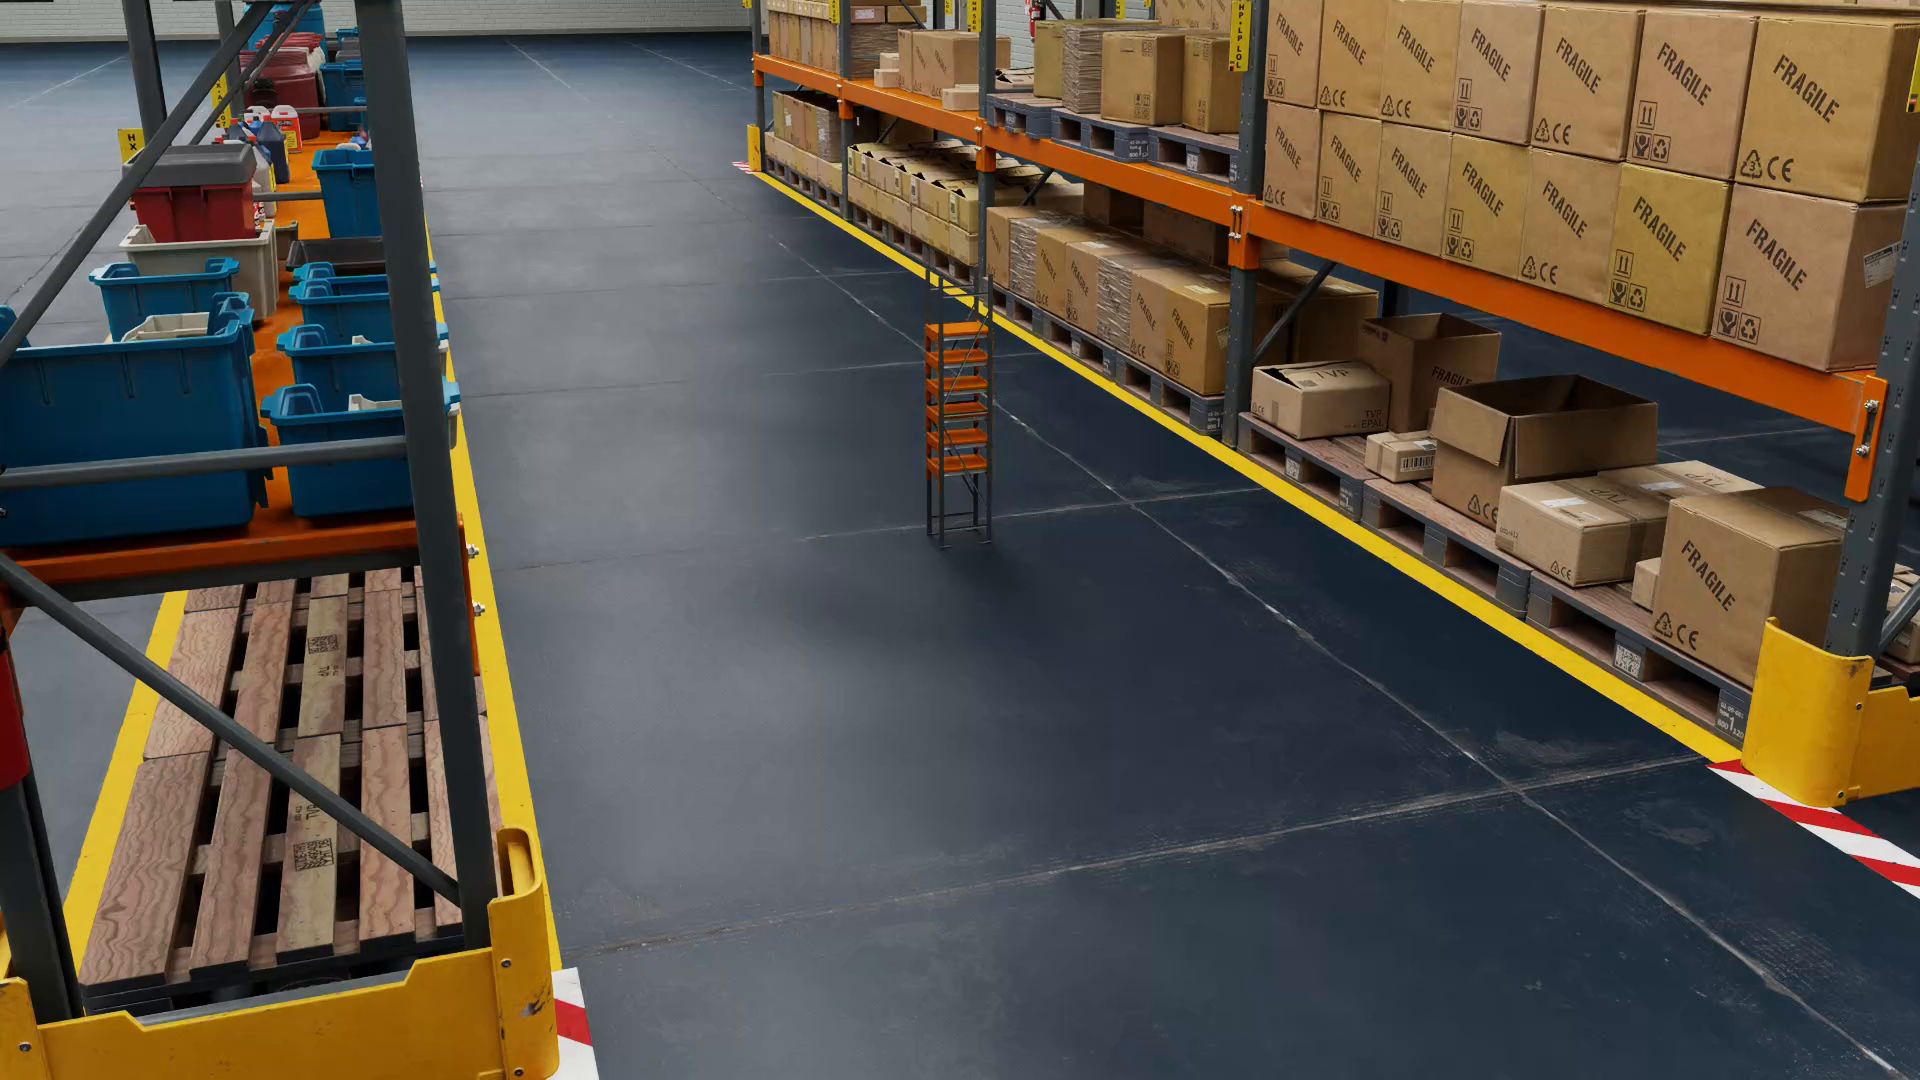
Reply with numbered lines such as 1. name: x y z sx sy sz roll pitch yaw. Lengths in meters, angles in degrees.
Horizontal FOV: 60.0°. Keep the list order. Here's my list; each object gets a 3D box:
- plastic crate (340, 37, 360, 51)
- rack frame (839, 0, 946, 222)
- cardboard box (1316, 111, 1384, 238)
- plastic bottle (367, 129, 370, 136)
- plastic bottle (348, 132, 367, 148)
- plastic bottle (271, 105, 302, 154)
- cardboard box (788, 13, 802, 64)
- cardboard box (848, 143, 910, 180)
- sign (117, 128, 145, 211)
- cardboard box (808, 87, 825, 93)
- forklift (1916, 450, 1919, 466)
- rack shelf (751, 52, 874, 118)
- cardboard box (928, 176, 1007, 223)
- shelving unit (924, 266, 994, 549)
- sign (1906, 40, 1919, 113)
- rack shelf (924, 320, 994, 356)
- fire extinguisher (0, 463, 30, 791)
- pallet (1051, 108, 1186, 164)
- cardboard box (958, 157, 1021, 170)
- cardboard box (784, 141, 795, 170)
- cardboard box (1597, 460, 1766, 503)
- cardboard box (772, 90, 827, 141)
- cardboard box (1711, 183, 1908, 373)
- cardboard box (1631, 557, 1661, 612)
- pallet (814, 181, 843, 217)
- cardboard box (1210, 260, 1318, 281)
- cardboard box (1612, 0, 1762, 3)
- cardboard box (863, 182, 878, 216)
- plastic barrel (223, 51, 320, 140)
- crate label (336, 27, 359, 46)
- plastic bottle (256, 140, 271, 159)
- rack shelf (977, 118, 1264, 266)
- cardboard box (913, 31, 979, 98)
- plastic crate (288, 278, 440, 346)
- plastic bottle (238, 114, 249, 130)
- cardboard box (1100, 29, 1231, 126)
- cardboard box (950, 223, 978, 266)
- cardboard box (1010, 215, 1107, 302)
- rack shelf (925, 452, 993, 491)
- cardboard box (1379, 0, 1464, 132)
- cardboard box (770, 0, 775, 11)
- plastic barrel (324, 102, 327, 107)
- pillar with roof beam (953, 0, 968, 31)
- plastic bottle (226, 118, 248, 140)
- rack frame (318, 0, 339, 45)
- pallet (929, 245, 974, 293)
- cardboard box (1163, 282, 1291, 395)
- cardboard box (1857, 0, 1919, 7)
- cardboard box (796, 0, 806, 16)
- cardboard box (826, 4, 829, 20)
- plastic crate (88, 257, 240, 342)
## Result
1. plastic crate: -4.891 -3.906 13.760 0.402 0.464 0.583 -6 21 -17
2. rack frame: -0.630 -4.524 15.575 1.000 3.000 0.127 -6 21 -17
3. cardboard box: 1.950 -1.647 7.418 0.500 0.500 0.500 -6 21 -16
4. plastic bottle: -3.175 -2.185 9.136 0.144 0.351 0.185 -6 21 -17
5. plastic bottle: -3.176 -2.019 8.791 0.097 0.271 0.097 0 20 0
6. plastic bottle: -4.103 -2.500 10.123 0.152 0.276 0.135 -6 21 -17
7. cardboard box: -1.433 -5.376 17.798 0.700 0.500 0.500 -6 21 -17
8. cardboard box: -0.737 -3.533 15.431 0.500 0.311 0.500 -6 21 -17
9. sign: -3.342 -1.504 6.757 0.100 0.325 0.005 -6 21 -17
10. cardboard box: -1.437 -4.924 19.024 0.500 0.500 0.500 -6 21 -17
11. forklift: 5.170 -1.168 6.333 1.130 2.935 3.031 -5 20 -14
12. rack shelf: -1.259 -4.827 17.483 1.077 0.370 4.000 -6 21 -17
13. cardboard box: 0.059 -2.716 13.157 0.500 0.311 0.500 -7 21 -18
14. shelving unit: -0.005 -0.569 7.227 0.258 1.200 0.189 -6 21 -17
15. sign: 2.608 -1.314 4.458 0.100 0.325 0.005 -6 21 -17
16. rack shelf: -0.005 -0.866 7.120 0.258 0.103 0.180 -6 21 -17
17. fire extinguisher: -1.946 0.160 3.198 0.296 0.674 0.183 -6 21 -17
18. pallet: 1.242 -2.527 10.297 1.003 0.211 1.213 -6 21 -17
19. cardboard box: 0.248 -3.104 14.237 0.500 0.311 0.500 -7 21 -18
20. cardboard box: -1.613 -4.195 18.105 0.500 0.250 0.500 -6 21 -17
21. cardboard box: 2.925 -0.112 6.707 0.500 0.250 0.500 -6 21 -17
22. cardboard box: -1.771 -4.708 18.424 0.500 0.500 0.500 -6 21 -17
23. cardboard box: 2.742 -0.835 5.156 0.500 0.500 0.500 -6 21 -16
24. cardboard box: 2.695 0.165 6.059 0.380 0.166 0.250 -6 21 -17
25. pallet: -0.841 -3.471 16.769 1.003 0.211 1.213 -6 21 -17
26. cardboard box: 1.785 -1.339 9.753 0.500 0.500 0.500 -6 21 -16
27. cardboard box: 2.768 -1.852 6.509 0.500 0.500 0.500 -7 21 -18
28. cardboard box: -0.579 -3.108 15.078 0.500 0.250 0.500 -6 21 -16
29. plastic barrel: -4.510 -2.896 10.841 0.600 0.536 0.708 -6 21 -17
30. crate label: -5.756 -4.737 16.116 0.502 0.435 0.616 -6 21 -17
31. plastic bottle: -3.526 -1.879 8.401 0.097 0.271 0.097 0 20 0
32. rack shelf: 1.255 -2.260 10.336 1.077 0.370 4.000 -6 21 -17
33. cardboard box: -0.082 -3.993 13.949 0.500 0.500 0.500 -6 21 -17
34. plastic crate: -1.741 -0.634 4.904 0.416 0.233 0.300 -6 21 -17
35. plastic bottle: -4.103 -2.291 9.530 0.061 0.283 0.133 -6 21 -17
36. cardboard box: 1.270 -2.762 9.899 0.700 0.500 0.500 -12 23 -31
37. cardboard box: 0.230 -2.287 12.793 0.500 0.250 0.500 -6 21 -16
38. cardboard box: 0.668 -1.927 11.392 0.500 0.500 0.500 -7 21 -19
39. rack shelf: -0.005 -0.302 7.323 0.258 0.103 0.180 -6 21 -17
40. cardboard box: 2.089 -1.963 6.817 0.500 0.500 0.500 -7 21 -19
41. cardboard box: -1.883 -5.927 18.372 0.380 0.149 0.250 -7 21 -19
42. plastic barrel: -5.064 -3.493 12.908 0.301 0.262 0.301 0 20 0
43. pillar with roof beam: -4.004 -12.419 28.681 9.100 9.000 0.400 -6 21 -17
44. plastic bottle: -3.765 -2.022 8.682 0.144 0.351 0.185 -6 21 -17
45. rack frame: -6.591 -5.283 17.687 1.000 3.000 0.127 -6 21 -17
46. pallet: 0.405 -2.196 13.219 1.003 0.211 1.213 -6 21 -17
47. cardboard box: 1.457 -1.115 9.131 0.500 0.500 0.500 -7 21 -17
48. cardboard box: 6.044 -3.322 10.500 0.500 0.250 0.500 -6 21 -16
49. cardboard box: -1.486 -5.518 17.234 0.380 0.149 0.250 -6 21 -17
50. cardboard box: -1.080 -5.104 16.082 0.380 0.149 0.250 -7 21 -19
51. plastic crate: -2.451 -0.729 5.169 0.416 0.233 0.300 -6 21 -17
